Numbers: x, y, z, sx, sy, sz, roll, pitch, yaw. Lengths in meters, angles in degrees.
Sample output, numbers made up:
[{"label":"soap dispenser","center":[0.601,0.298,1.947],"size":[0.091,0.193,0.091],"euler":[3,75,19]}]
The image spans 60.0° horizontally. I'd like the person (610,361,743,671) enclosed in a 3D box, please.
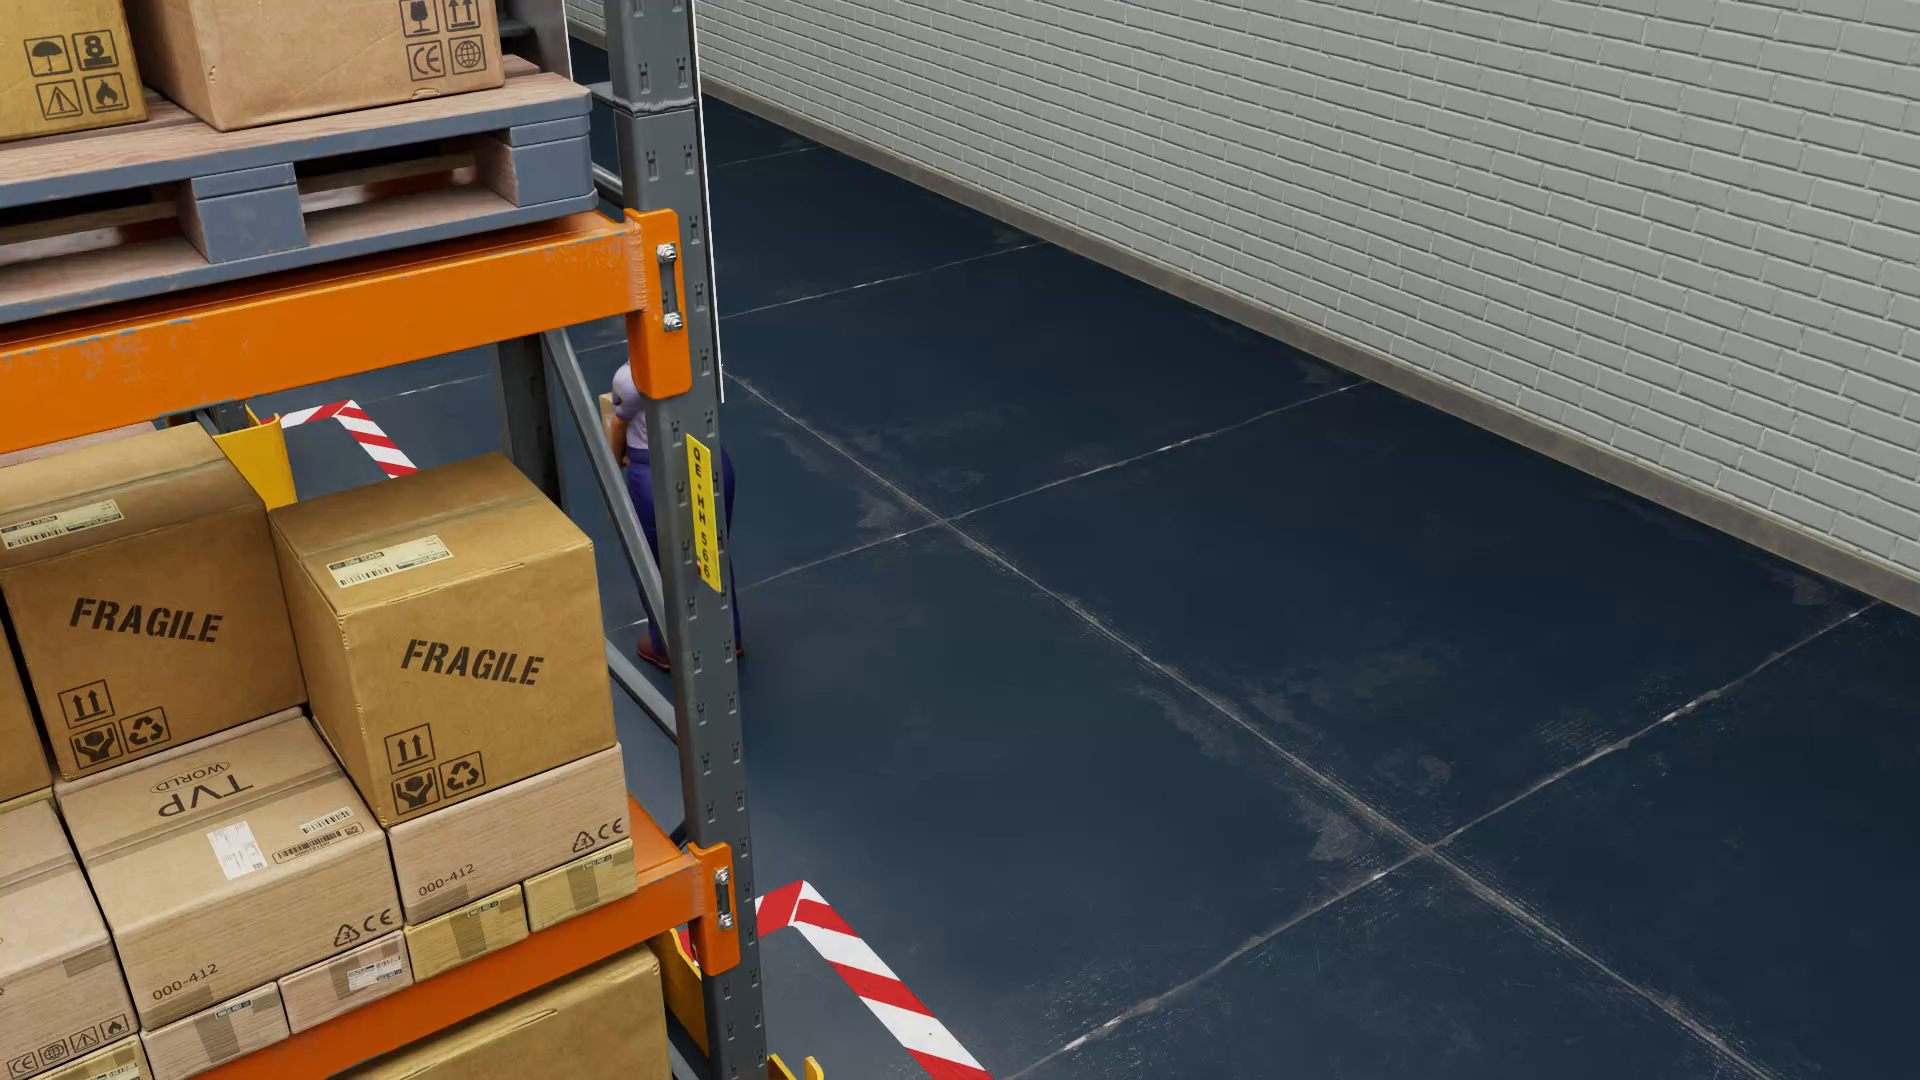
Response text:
[{"label":"person","center":[-1.174,-0.255,6.628],"size":[0.434,1.633,0.499],"euler":[-19,34,-31]}]
